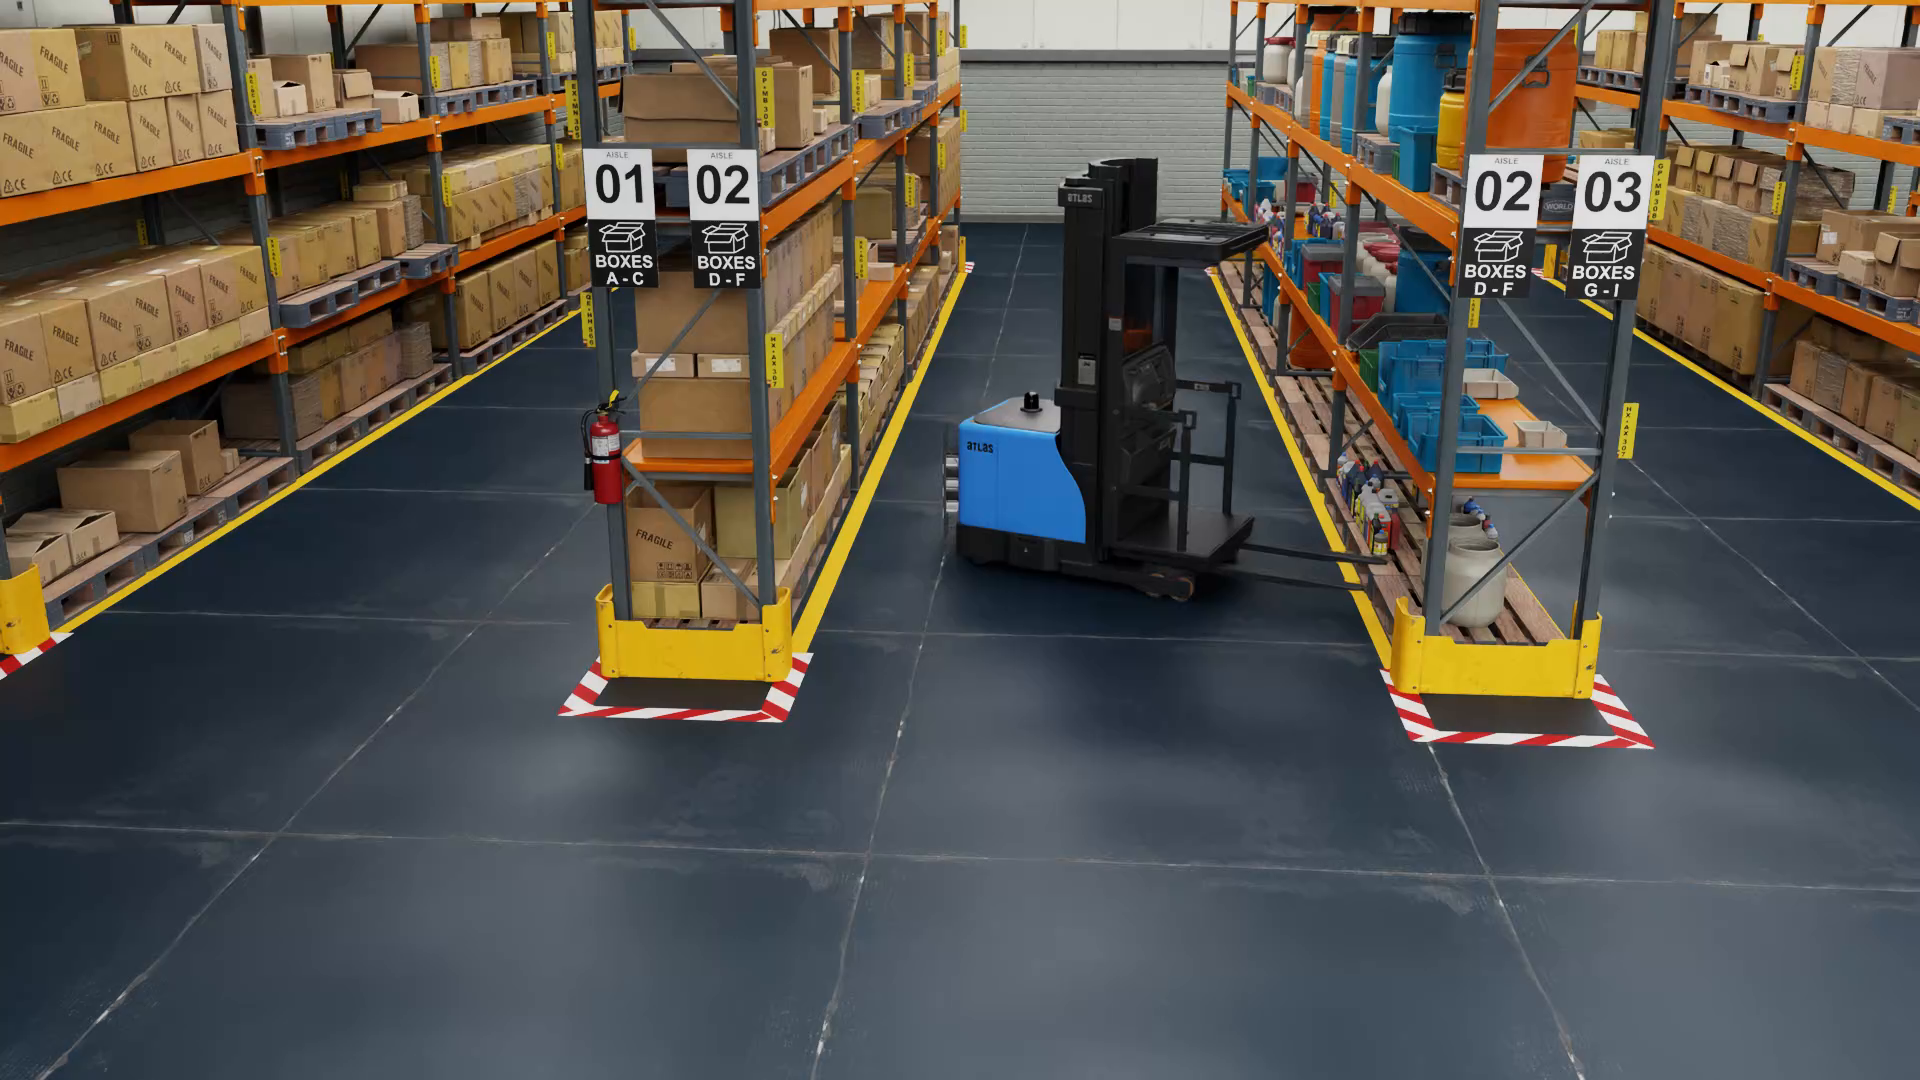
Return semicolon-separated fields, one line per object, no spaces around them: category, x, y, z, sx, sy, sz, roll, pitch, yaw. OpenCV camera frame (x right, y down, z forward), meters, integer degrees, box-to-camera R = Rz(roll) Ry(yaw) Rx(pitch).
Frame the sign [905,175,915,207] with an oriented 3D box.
sign;-0.521;-3.647;17.375;0.100;0.325;0.005;1;18;4

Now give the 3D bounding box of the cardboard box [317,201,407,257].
cardboard box;-6.053;-3.153;16.862;0.700;0.500;0.500;0;18;-1

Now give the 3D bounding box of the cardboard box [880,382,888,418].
cardboard box;-0.976;-1.356;15.984;0.500;0.250;0.500;2;18;5

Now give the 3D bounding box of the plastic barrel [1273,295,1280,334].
plastic barrel;3.916;-2.694;19.648;0.421;0.512;0.421;0;18;0

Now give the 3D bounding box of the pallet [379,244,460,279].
pallet;-5.961;-2.902;17.271;1.213;0.211;1.003;1;18;4

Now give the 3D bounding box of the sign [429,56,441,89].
sign;-5.475;-4.875;17.337;0.100;0.325;0.005;1;18;4

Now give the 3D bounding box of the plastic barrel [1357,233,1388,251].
plastic barrel;4.005;-2.725;16.242;0.421;0.512;0.421;0;18;0

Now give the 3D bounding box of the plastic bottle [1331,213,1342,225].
plastic bottle;4.334;-3.580;19.110;0.144;0.351;0.185;1;18;4

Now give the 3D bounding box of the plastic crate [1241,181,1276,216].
plastic crate;3.845;-4.412;21.499;0.392;0.384;0.575;1;18;4

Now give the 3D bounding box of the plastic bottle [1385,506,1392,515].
plastic bottle;3.173;-0.154;12.363;0.097;0.201;0.097;0;18;0

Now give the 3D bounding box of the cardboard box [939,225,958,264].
cardboard box;-0.295;-4.439;24.961;0.500;0.500;0.500;1;18;4

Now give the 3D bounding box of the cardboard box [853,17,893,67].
cardboard box;-1.001;-5.350;17.848;0.500;0.500;0.500;1;18;4

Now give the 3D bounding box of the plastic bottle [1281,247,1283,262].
plastic bottle;3.495;-3.072;17.800;0.097;0.201;0.097;0;18;0

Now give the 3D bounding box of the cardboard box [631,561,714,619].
cardboard box;-1.905;0.311;10.898;0.500;0.250;0.500;1;18;4

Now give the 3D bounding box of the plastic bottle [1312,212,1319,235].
plastic bottle;4.258;-3.774;19.831;0.097;0.271;0.097;0;18;0

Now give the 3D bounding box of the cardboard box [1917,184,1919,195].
cardboard box;13.969;-5.015;23.815;0.380;0.149;0.250;1;18;3

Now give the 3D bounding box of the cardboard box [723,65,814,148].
cardboard box;-1.257;-2.872;10.993;0.500;0.500;0.500;1;18;4

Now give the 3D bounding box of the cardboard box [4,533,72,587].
cardboard box;-6.450;0.123;11.341;0.500;0.311;0.500;-1;18;-2

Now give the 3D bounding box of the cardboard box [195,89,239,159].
cardboard box;-6.093;-3.294;13.149;0.500;0.500;0.500;2;18;5

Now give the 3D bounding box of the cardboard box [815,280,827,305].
cardboard box;-1.221;-1.892;12.678;0.380;0.149;0.250;1;18;4

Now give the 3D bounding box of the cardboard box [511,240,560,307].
cardboard box;-5.646;-3.433;21.360;0.750;0.750;0.750;1;18;5

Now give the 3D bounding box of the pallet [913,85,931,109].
pallet;-0.976;-5.163;19.347;1.213;0.211;1.003;1;18;4

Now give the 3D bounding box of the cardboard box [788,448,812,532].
cardboard box;-1.331;-0.345;11.695;0.500;0.500;0.500;1;18;4

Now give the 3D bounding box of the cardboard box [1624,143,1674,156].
cardboard box;8.899;-4.858;21.492;0.500;0.500;0.500;1;18;4

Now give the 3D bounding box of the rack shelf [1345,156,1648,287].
rack shelf;3.435;-2.216;11.207;1.077;0.370;4.000;1;18;4

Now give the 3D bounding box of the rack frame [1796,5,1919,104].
rack frame;8.806;-5.736;15.977;1.000;3.000;0.127;1;18;4

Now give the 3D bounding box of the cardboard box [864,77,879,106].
cardboard box;-1.071;-4.356;16.149;0.500;0.250;0.500;2;18;5

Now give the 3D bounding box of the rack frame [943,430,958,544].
rack frame;-0.007;-0.399;12.694;0.240;0.900;0.006;1;18;4

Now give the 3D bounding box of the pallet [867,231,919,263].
pallet;-1.096;-3.229;18.267;1.213;0.211;1.003;1;18;4

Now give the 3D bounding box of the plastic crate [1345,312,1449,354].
plastic crate;3.414;-1.564;12.980;0.767;0.338;0.504;1;18;4

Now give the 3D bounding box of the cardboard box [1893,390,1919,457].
cardboard box;8.637;-1.002;14.472;0.700;0.500;0.500;1;18;4

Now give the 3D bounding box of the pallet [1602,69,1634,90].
pallet;9.251;-6.143;22.178;1.003;0.211;1.213;1;18;4

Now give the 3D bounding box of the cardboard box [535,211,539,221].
cardboard box;-5.529;-4.080;20.928;0.380;0.149;0.250;2;18;6

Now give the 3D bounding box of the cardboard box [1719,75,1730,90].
cardboard box;8.836;-5.174;18.808;0.380;0.149;0.250;1;18;2

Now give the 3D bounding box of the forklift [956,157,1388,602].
forklift;1.523;-1.152;11.731;3.031;2.935;1.130;9;20;25

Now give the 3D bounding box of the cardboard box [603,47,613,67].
cardboard box;-5.267;-6.908;23.776;0.500;0.250;0.500;1;18;2

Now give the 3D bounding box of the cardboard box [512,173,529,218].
cardboard box;-5.582;-4.194;20.236;0.500;0.500;0.500;1;18;4

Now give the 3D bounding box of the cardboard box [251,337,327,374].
cardboard box;-6.239;-1.718;15.453;0.500;0.250;0.500;1;18;3

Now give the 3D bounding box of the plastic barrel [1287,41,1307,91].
plastic barrel;3.842;-5.239;18.386;0.433;0.535;0.433;0;18;0

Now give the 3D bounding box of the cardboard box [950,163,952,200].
cardboard box;-0.373;-5.022;23.272;0.500;0.500;0.500;1;18;3

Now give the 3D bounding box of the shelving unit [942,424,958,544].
shelving unit;0.001;-0.430;12.791;0.258;0.900;0.210;1;18;4

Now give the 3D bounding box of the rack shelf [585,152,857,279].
rack shelf;-1.505;-2.328;11.548;1.077;0.370;4.000;1;18;4

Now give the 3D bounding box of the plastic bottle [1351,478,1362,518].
plastic bottle;3.040;-0.321;12.743;0.061;0.283;0.133;2;18;6

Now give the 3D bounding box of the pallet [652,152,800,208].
pallet;-1.572;-2.225;10.222;1.003;0.211;1.213;1;18;4

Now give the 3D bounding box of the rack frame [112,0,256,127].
rack frame;-6.303;-4.826;13.198;1.000;3.000;0.127;1;18;4

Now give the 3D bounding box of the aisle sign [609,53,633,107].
aisle sign;-5.138;-6.953;25.150;0.394;0.787;0.004;1;18;4

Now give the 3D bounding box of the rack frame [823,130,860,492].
rack frame;-1.362;-1.865;13.799;1.000;3.000;0.127;1;18;4

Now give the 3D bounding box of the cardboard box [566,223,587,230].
cardboard box;-5.655;-4.531;24.233;0.380;0.149;0.250;2;18;5

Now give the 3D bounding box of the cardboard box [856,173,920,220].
cardboard box;-0.853;-4.047;19.622;0.700;0.500;0.500;-3;18;-10

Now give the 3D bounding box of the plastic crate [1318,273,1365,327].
plastic crate;3.347;-2.096;14.527;0.392;0.384;0.575;1;18;4

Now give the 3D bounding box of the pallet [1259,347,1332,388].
pallet;3.880;-1.917;18.433;1.003;0.211;1.213;1;18;4

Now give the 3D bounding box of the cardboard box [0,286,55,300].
cardboard box;-6.689;-1.495;11.673;0.500;0.500;0.500;1;18;2

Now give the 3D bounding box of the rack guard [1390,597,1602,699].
rack guard;3.250;0.652;10.131;1.175;0.500;0.348;1;18;4

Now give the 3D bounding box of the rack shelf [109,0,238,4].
rack shelf;-6.446;-3.861;11.415;1.077;0.370;4.000;1;18;4

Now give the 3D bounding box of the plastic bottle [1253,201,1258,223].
plastic bottle;3.700;-4.078;20.740;0.061;0.283;0.133;1;18;4

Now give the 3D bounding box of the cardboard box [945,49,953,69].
cardboard box;-0.359;-6.708;23.199;0.500;0.250;0.500;1;18;4

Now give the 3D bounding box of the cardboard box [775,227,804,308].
cardboard box;-1.495;-1.924;11.733;0.700;0.500;0.500;1;18;4

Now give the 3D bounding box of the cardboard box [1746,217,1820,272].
cardboard box;8.594;-3.092;17.381;0.500;0.500;0.500;2;18;6
